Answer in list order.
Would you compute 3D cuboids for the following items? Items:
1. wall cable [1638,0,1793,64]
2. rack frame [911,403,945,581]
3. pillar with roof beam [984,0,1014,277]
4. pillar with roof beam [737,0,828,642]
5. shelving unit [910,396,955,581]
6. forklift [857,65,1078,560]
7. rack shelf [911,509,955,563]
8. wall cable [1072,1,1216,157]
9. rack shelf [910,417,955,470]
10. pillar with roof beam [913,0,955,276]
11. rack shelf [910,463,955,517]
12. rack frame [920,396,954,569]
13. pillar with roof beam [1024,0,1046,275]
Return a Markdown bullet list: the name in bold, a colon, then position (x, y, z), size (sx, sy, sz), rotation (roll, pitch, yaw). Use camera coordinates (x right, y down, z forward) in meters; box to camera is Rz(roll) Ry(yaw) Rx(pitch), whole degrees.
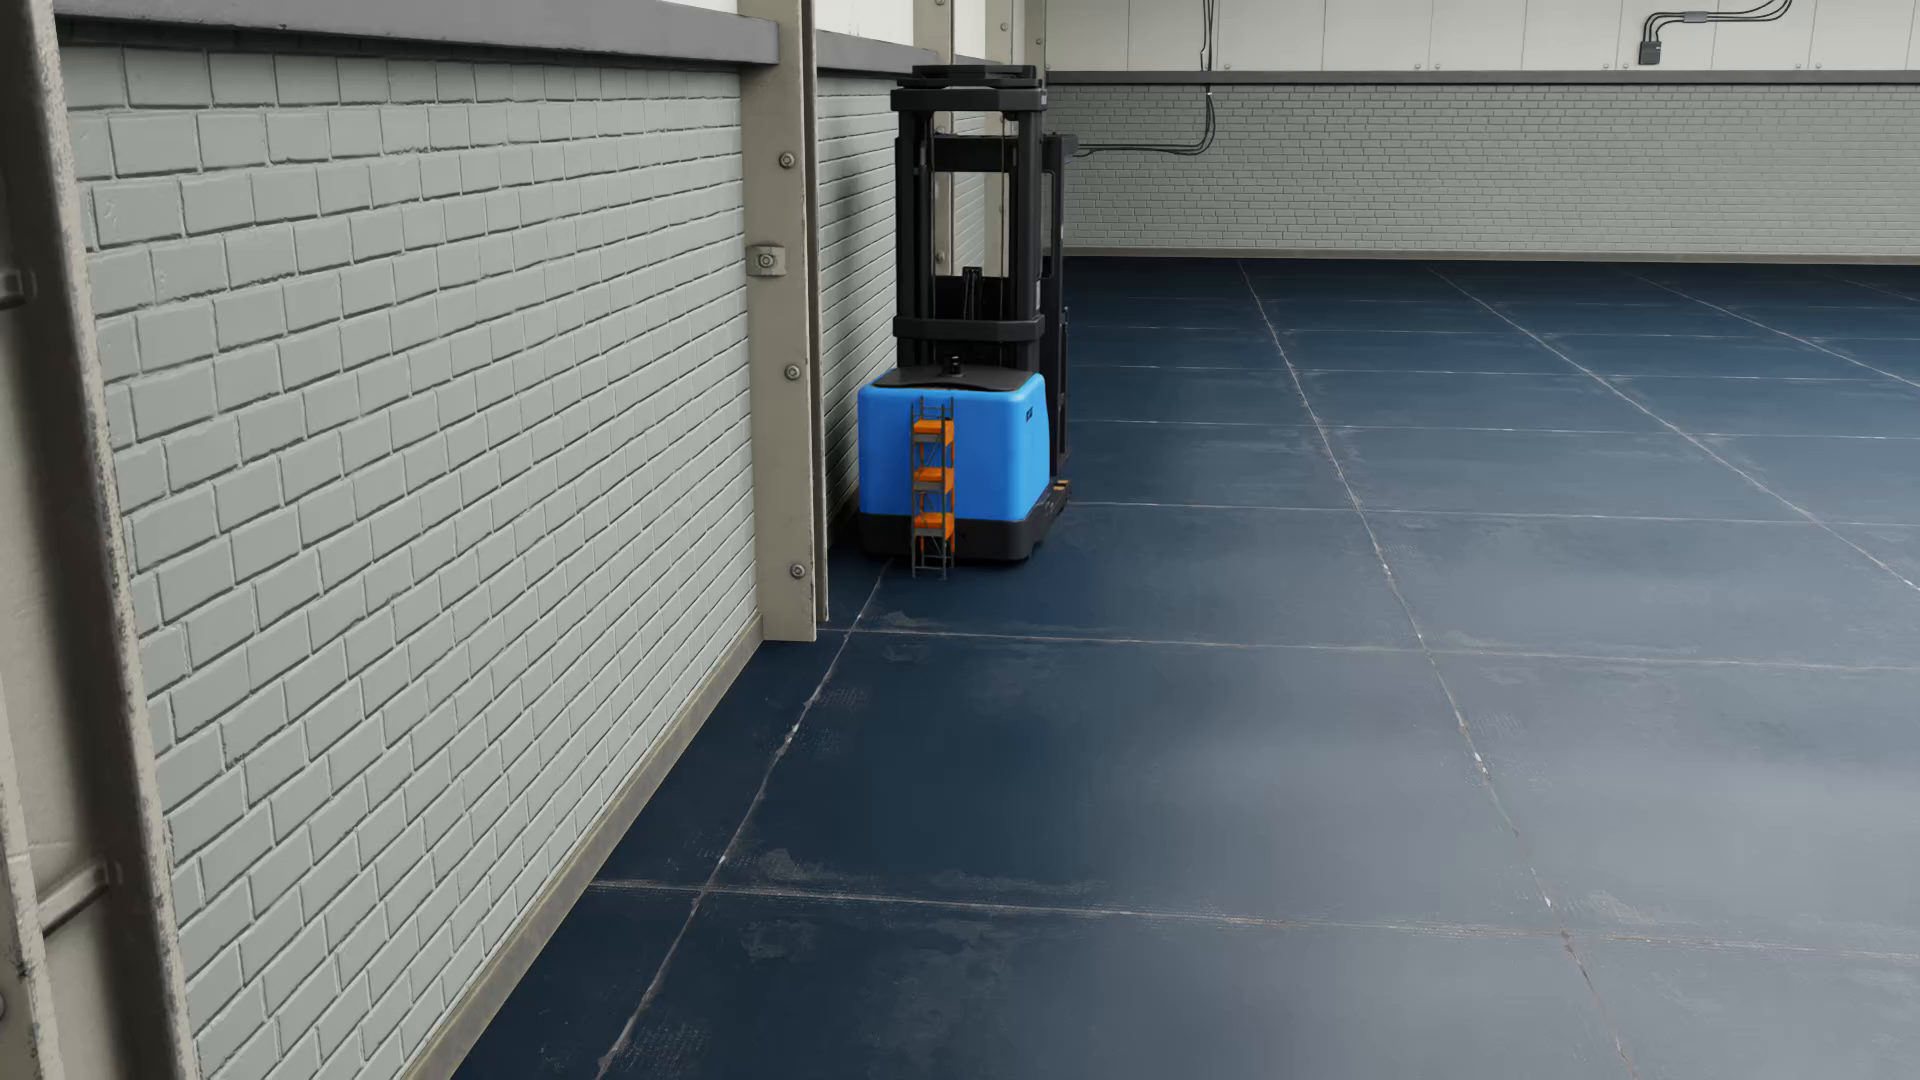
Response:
- **wall cable**: position (12.215, -10.620, 26.184), size (2.305, 6.003, 0.169), rotation (2, 15, 6)
- **rack frame**: position (-0.185, -0.273, 9.662), size (0.200, 1.050, 0.008), rotation (3, 15, 11)
- **pillar with roof beam**: position (4.738, -6.854, 18.771), size (9.100, 9.000, 0.400), rotation (2, 15, 6)
- **pillar with roof beam**: position (3.384, -3.742, 7.261), size (9.100, 9.000, 0.400), rotation (2, 15, 6)
- **shelving unit**: position (-0.160, -0.305, 9.777), size (0.215, 1.050, 0.252), rotation (3, 15, 11)
- **forklift**: position (0.174, -1.633, 11.086), size (1.130, 2.935, 3.031), rotation (3, 15, 11)
- **rack shelf**: position (-0.160, -0.026, 9.852), size (0.215, 0.259, 0.240), rotation (3, 15, 11)
- **wall cable**: position (2.784, -7.764, 28.082), size (3.097, 2.526, 0.112), rotation (2, 15, 6)
- **rack shelf**: position (-0.160, -0.568, 9.706), size (0.215, 0.259, 0.240), rotation (3, 15, 11)
- **pillar with roof beam**: position (4.061, -5.298, 13.016), size (9.100, 9.000, 0.400), rotation (2, 15, 6)
- **rack shelf**: position (-0.160, -0.294, 9.780), size (0.215, 0.259, 0.240), rotation (3, 15, 11)
- **rack frame**: position (-0.135, -0.336, 9.892), size (0.200, 1.050, 0.008), rotation (3, 15, 11)
- **pillar with roof beam**: position (5.416, -8.411, 24.526), size (9.100, 9.000, 0.400), rotation (2, 15, 6)
